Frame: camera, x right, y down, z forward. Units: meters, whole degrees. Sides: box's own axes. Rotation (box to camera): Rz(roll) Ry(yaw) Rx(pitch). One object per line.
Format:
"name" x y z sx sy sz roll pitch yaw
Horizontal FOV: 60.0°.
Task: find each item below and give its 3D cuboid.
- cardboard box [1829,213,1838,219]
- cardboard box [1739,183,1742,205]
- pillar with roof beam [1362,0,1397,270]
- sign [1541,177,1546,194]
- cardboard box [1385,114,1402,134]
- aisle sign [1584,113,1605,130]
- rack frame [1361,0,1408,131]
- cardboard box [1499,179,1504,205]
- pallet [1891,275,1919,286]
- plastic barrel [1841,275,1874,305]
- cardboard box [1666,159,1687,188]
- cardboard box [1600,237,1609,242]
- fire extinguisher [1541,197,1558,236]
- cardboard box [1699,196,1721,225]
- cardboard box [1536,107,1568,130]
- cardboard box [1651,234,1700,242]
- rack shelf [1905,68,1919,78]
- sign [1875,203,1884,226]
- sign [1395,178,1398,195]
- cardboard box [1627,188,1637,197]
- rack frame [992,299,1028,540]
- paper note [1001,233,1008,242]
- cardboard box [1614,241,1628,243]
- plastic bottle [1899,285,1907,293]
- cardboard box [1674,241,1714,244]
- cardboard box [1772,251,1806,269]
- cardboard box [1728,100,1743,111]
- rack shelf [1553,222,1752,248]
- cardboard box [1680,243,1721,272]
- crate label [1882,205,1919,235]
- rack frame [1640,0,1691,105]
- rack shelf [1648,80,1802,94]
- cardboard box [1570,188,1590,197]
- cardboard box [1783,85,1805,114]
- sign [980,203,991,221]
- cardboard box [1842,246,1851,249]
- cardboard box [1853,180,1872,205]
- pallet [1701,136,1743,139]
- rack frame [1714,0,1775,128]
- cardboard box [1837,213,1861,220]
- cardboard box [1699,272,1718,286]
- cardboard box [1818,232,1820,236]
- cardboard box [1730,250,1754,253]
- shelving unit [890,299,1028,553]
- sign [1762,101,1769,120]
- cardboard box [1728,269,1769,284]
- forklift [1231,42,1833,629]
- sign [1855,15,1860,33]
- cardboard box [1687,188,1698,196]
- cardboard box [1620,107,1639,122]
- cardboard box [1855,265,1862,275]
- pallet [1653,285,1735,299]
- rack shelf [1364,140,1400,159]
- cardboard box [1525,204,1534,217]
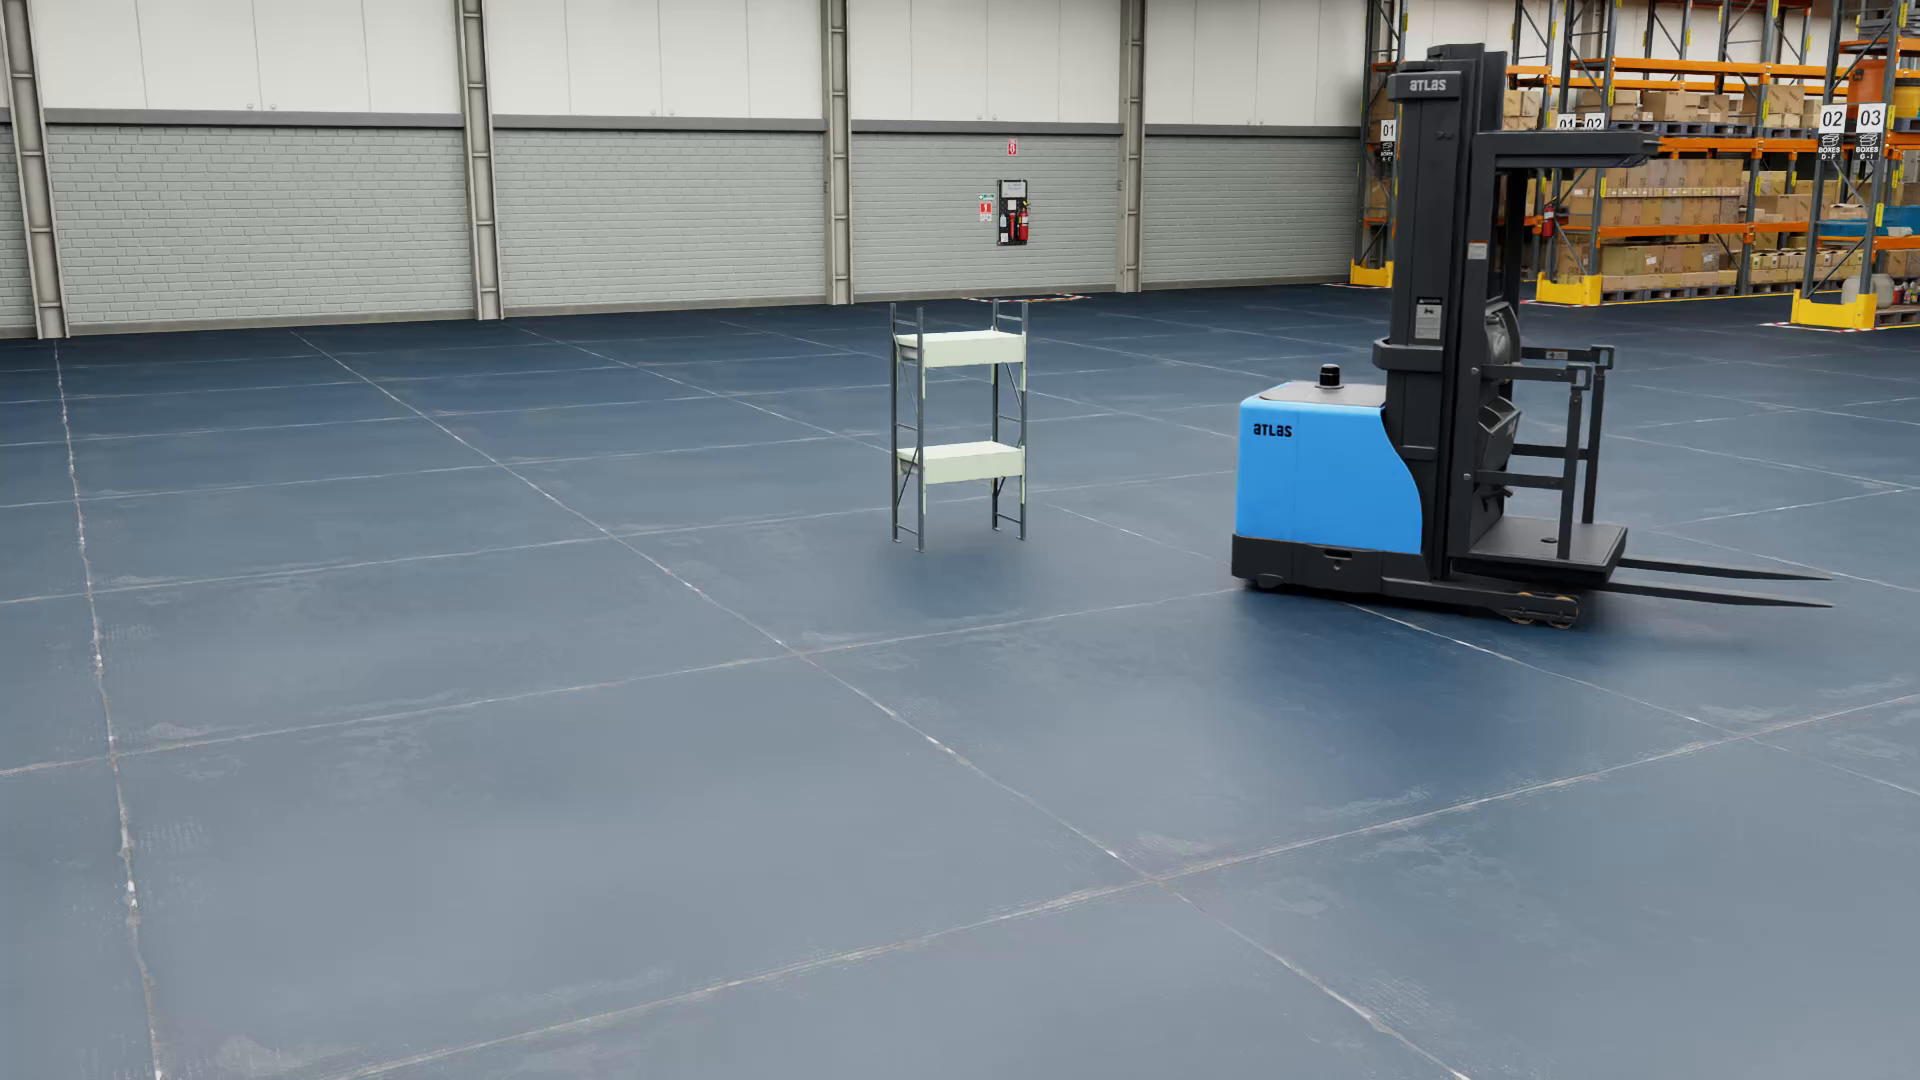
"cardboard box" 16.559 -6.189 31.852 0.250 0.149 0.380 -6 14 -24
"cardboard box" 17.177 -7.778 37.389 0.500 0.500 0.500 -6 14 -26
"pillar with roof beam" 10.515 -8.907 29.692 0.400 9.000 9.100 -7 14 -28
"sign" 12.030 -7.309 34.283 0.005 0.325 0.100 -7 14 -28
"cardboard box" 8.666 -8.079 32.569 0.500 0.500 0.500 -6 14 -26
"aisle sign" 10.718 -6.818 28.151 0.004 0.787 0.394 -7 14 -28
"rack frame" 8.252 -9.496 32.311 0.127 3.000 1.000 -7 14 -28
"cardboard box" 11.061 -7.130 34.047 0.500 0.500 0.500 -7 14 -28
"pallet" 18.325 -5.168 33.092 1.213 0.211 1.003 -7 14 -28
"plastic barrel" 13.540 -3.736 25.086 0.421 0.512 0.421 0 13 0
"cardboard box" 12.432 -6.512 29.529 0.500 0.500 0.700 -7 14 -28
"cardboard box" 13.688 -6.584 36.014 0.500 0.250 0.500 -7 14 -28
"fire extinguisher" 10.303 -5.655 29.080 0.183 0.674 0.296 -7 14 -28
"cardboard box" 13.294 -5.980 30.123 0.500 0.500 0.700 -7 14 -28
"cardboard box" 12.282 -8.750 34.640 0.500 0.500 0.500 -5 13 -20
"cardboard box" 15.983 -6.619 37.130 0.750 0.750 0.750 -7 14 -29
"rack shelf" 19.407 -9.048 32.868 4.000 0.370 1.077 -7 14 -28
"sign" 13.259 -4.689 23.982 0.005 0.325 0.100 -7 14 -28
"sign" 8.513 -6.887 32.410 0.005 0.325 0.100 -7 14 -28
"cardboard box" 11.527 -6.035 28.887 0.250 0.149 0.380 -7 14 -28
"rack frame" 0.315 -0.769 10.612 0.023 1.500 0.400 -7 14 -28
"paper note" 0.810 -5.491 30.183 0.142 0.148 0.016 -7 14 -28
"cardboard box" 14.160 -6.289 36.413 0.500 0.500 0.700 -7 14 -28
"plastic bottle" 14.757 -3.860 26.130 0.135 0.276 0.152 -7 15 -29
"cardboard box" 13.583 -5.277 30.824 0.500 0.500 0.500 -7 14 -28
"cardboard box" 15.518 -5.275 31.246 0.500 0.311 0.500 -7 15 -30
"cardboard box" 17.473 -9.797 37.538 0.500 0.250 0.500 -7 15 -30
"rack shelf" 12.385 -5.475 29.743 4.000 0.370 1.077 -7 14 -28
"cardboard box" 13.393 -5.124 30.145 0.500 0.500 0.500 -7 14 -28
"crate label" 14.485 -4.923 25.574 0.616 0.435 0.502 -7 14 -28
"rack frame" 15.274 -10.338 36.050 0.127 3.000 1.000 -7 14 -28
"rack shelf" 17.030 -10.002 37.108 4.000 0.370 1.077 -7 14 -28
"cardboard box" 10.873 -6.058 28.989 0.250 0.149 0.380 -7 15 -29
"cardboard box" 15.189 -8.119 30.698 0.500 0.500 0.500 -5 14 -22
"sign" 0.464 -5.905 29.936 0.234 0.329 0.001 -7 14 -28
"cardboard box" 20.849 -7.040 39.795 0.500 0.500 0.700 -7 15 -30
"cardboard box" 21.220 -8.265 39.819 0.700 0.700 0.980 -7 14 -28
"pallet" 16.794 -8.979 37.272 1.213 0.211 1.003 -6 14 -25
"rack frame" 14.140 -8.963 29.940 0.127 3.000 1.000 -7 14 -28
"cardboard box" 16.994 -6.187 31.839 0.250 0.149 0.380 -7 14 -28
"cardboard box" 13.394 -4.758 30.226 0.500 0.250 0.500 -7 14 -28
"cardboard box" 20.337 -7.249 39.246 0.250 0.149 0.380 -7 15 -29
"cardboard box" 14.812 -5.327 31.477 0.500 0.311 0.500 -6 14 -26
"shelving unit" -0.006 -0.731 10.441 0.755 1.500 0.431 -7 14 -28
"sign" 14.407 -7.684 29.730 0.005 0.325 0.100 -7 14 -28
"cardboard box" 14.613 -4.894 30.831 0.500 0.250 0.500 -7 15 -29
"forklift" 3.086 -1.105 8.845 3.031 2.935 1.130 6 14 26
"sign" 17.383 -9.982 32.159 0.005 0.325 0.100 -7 14 -28
"cardboard box" 12.889 -6.198 29.614 0.250 0.149 0.380 -6 14 -26
"cardboard box" 11.514 -7.451 29.119 0.500 0.250 0.500 -7 14 -28
"cardboard box" 17.306 -5.218 32.270 0.500 0.250 0.500 -6 14 -27
"pallet" 13.422 -4.600 30.569 1.213 0.211 1.003 -7 14 -28
"rack shelf" 10.008 -7.893 33.654 4.000 0.370 1.077 -7 14 -28
"cardboard box" 11.493 -6.819 34.373 0.500 0.250 0.500 -7 14 -28
